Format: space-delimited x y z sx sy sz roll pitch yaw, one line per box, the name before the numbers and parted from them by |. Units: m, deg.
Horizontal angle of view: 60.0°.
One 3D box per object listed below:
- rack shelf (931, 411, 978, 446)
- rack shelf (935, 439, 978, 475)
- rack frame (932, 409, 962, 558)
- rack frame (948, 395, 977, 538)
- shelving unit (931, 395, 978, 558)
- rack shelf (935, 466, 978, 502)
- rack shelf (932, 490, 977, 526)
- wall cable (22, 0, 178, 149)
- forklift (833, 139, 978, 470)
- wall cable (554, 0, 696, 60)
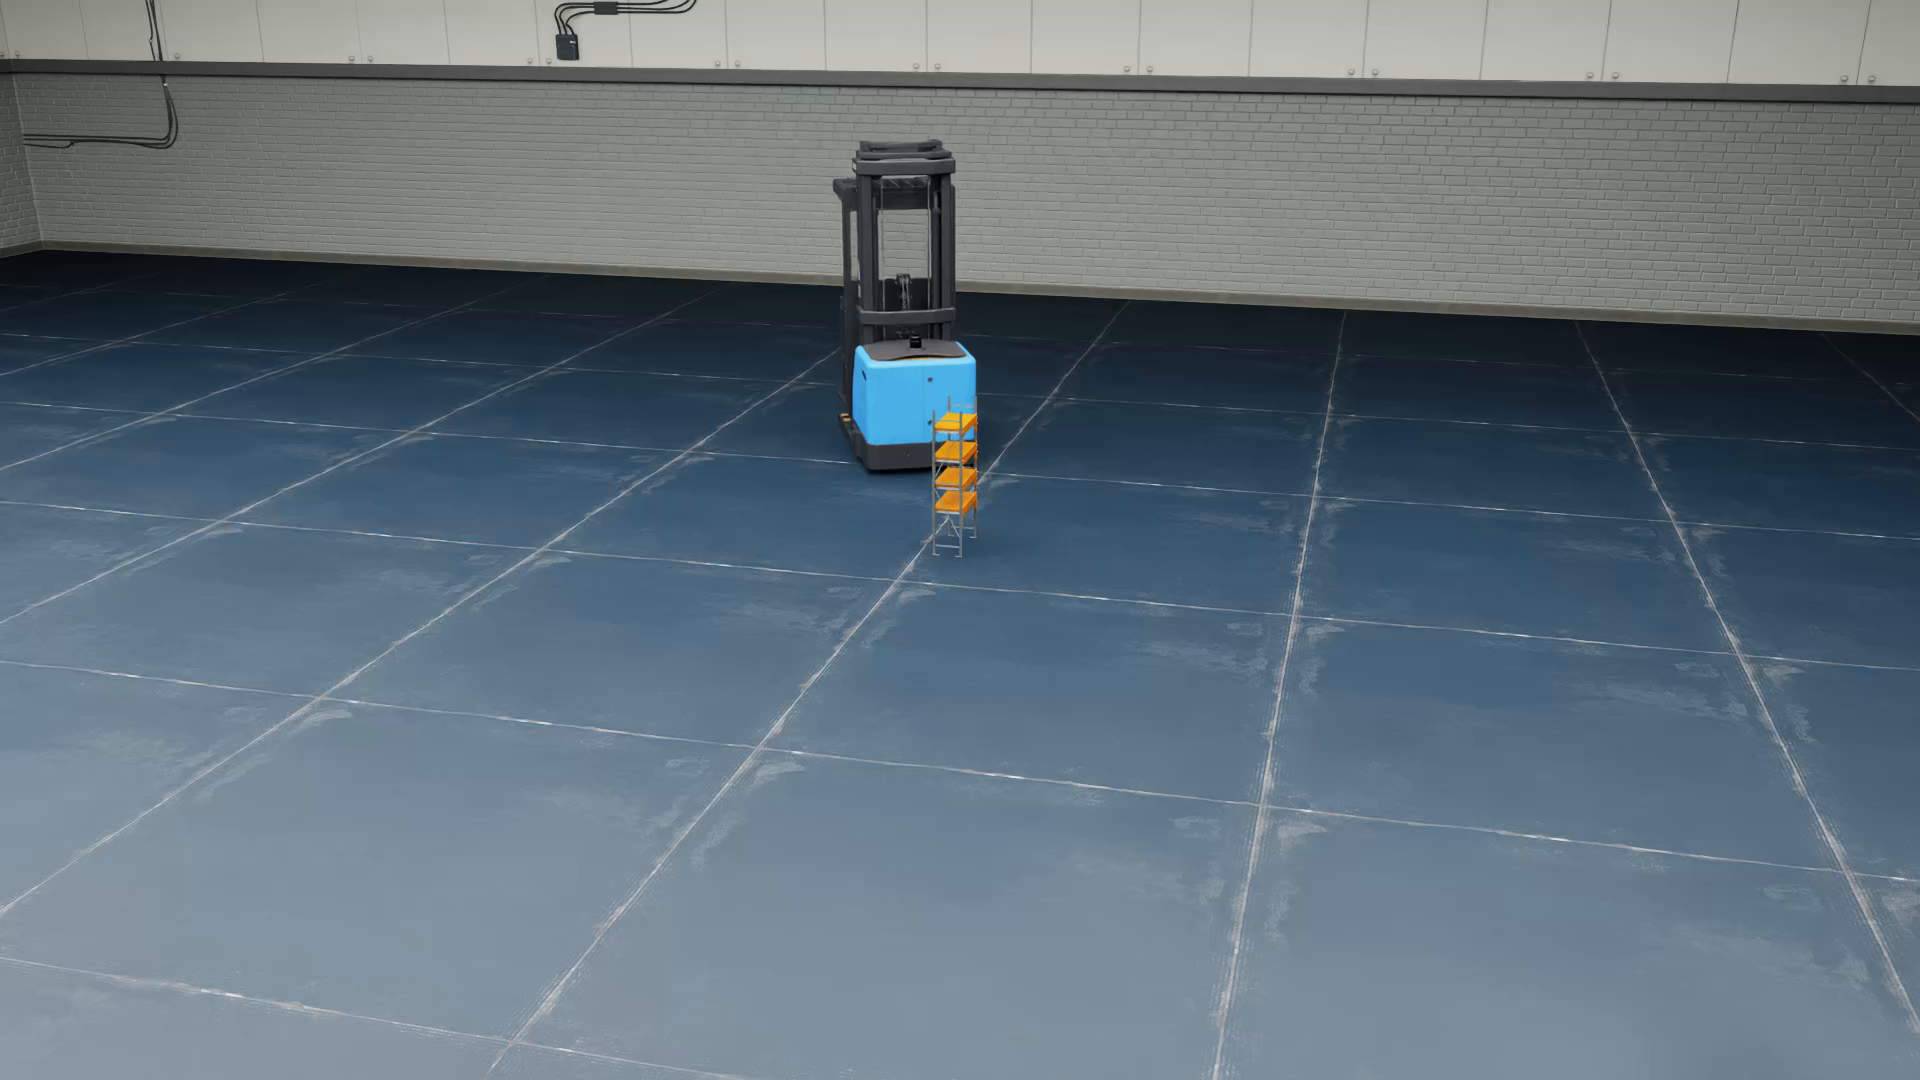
rack shelf | -0.040 -0.888 13.215 0.258 0.148 0.480 5 19 13
rack shelf | -0.040 -0.664 13.291 0.258 0.148 0.480 5 19 13
rack frame | -0.100 -0.439 13.118 0.240 1.200 0.015 5 19 13
rack frame | 0.019 -0.592 13.566 0.240 1.200 0.015 5 19 13
shelving unit | -0.040 -0.516 13.342 0.258 1.200 0.503 5 19 13
rack shelf | -0.040 -0.452 13.363 0.258 0.148 0.480 5 19 13
rack shelf | -0.040 -0.264 13.428 0.258 0.148 0.480 5 19 13
wall cable | -14.048 -7.563 26.712 3.097 2.526 0.112 5 19 13
forklift | -0.635 -2.471 16.388 1.130 2.935 3.031 -4 19 -11
wall cable | -4.846 -9.887 23.451 2.305 6.003 0.169 5 19 13
